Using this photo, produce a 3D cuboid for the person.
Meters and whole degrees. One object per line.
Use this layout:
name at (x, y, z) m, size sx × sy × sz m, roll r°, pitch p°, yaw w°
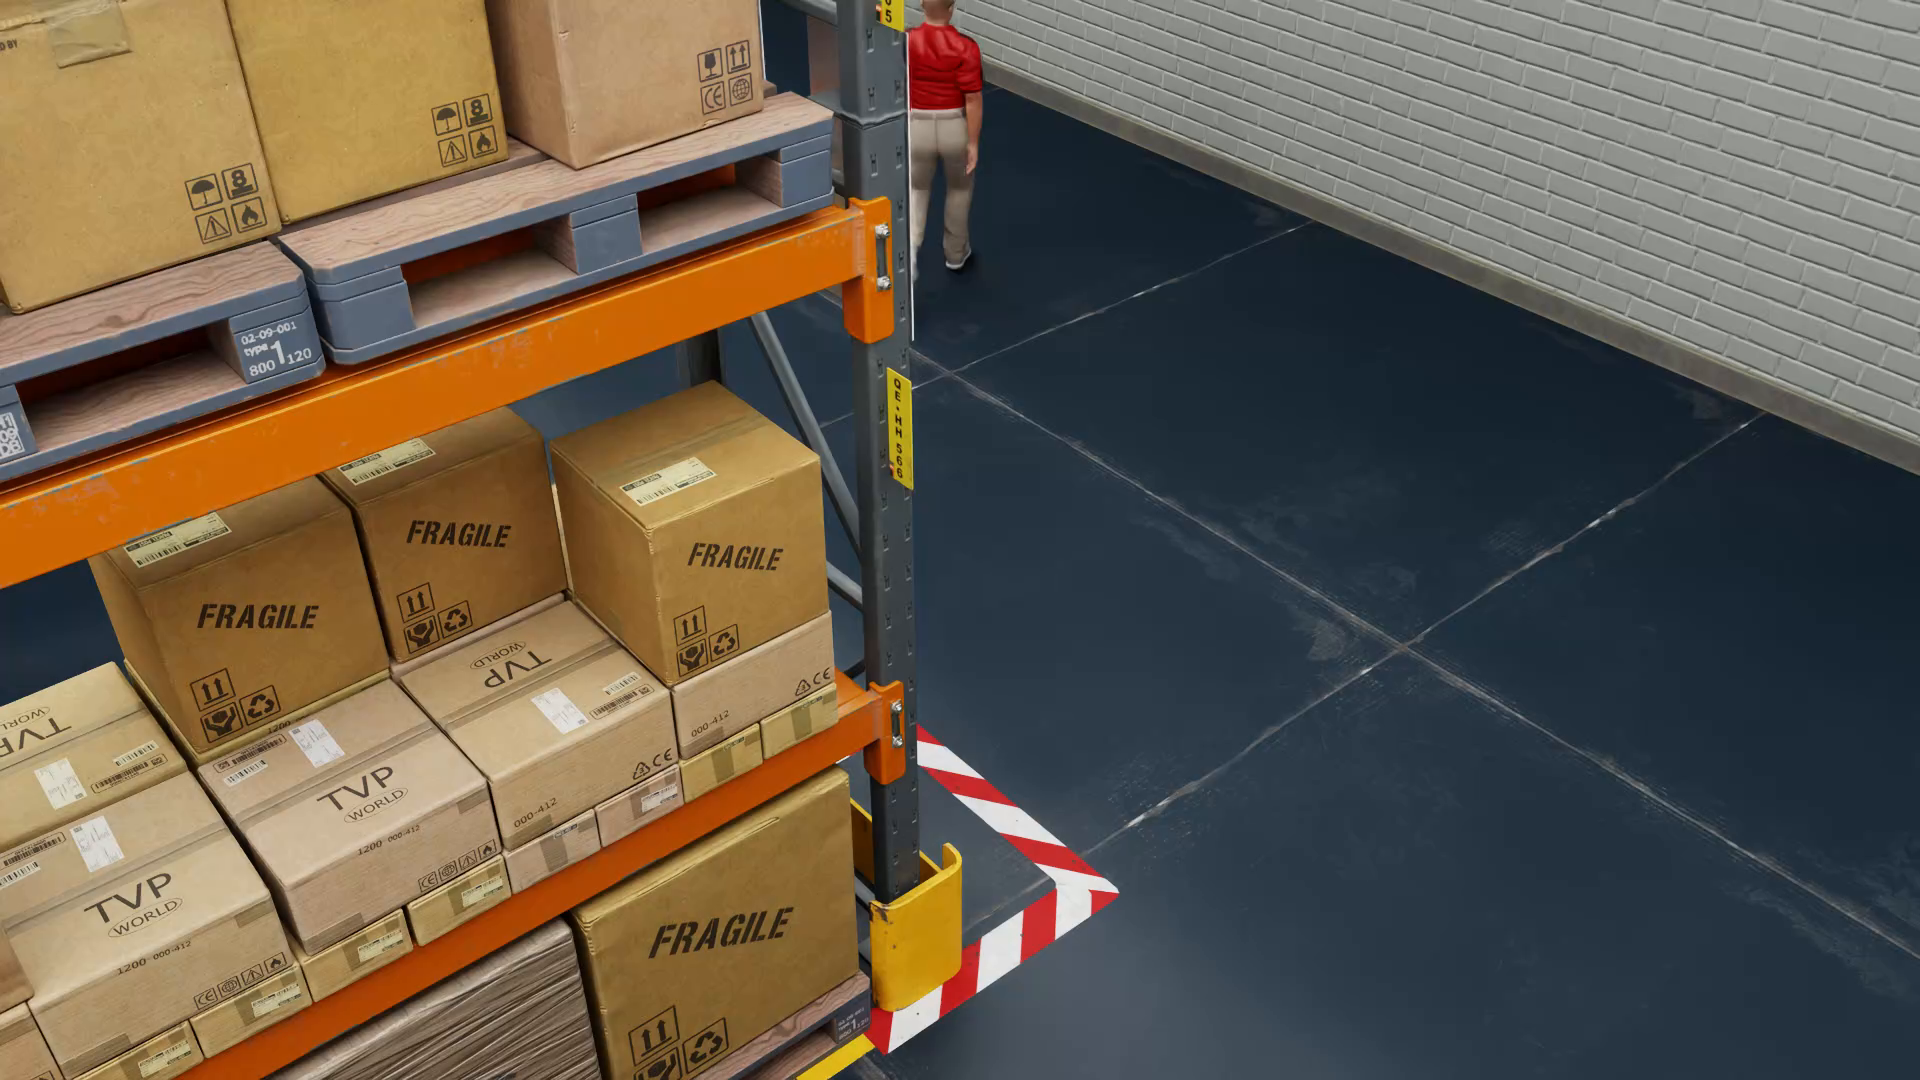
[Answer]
person at (-0.127, -2.231, 9.307) m, size 0.529 × 1.624 × 0.735 m, roll 5°, pitch 36°, yaw 7°
